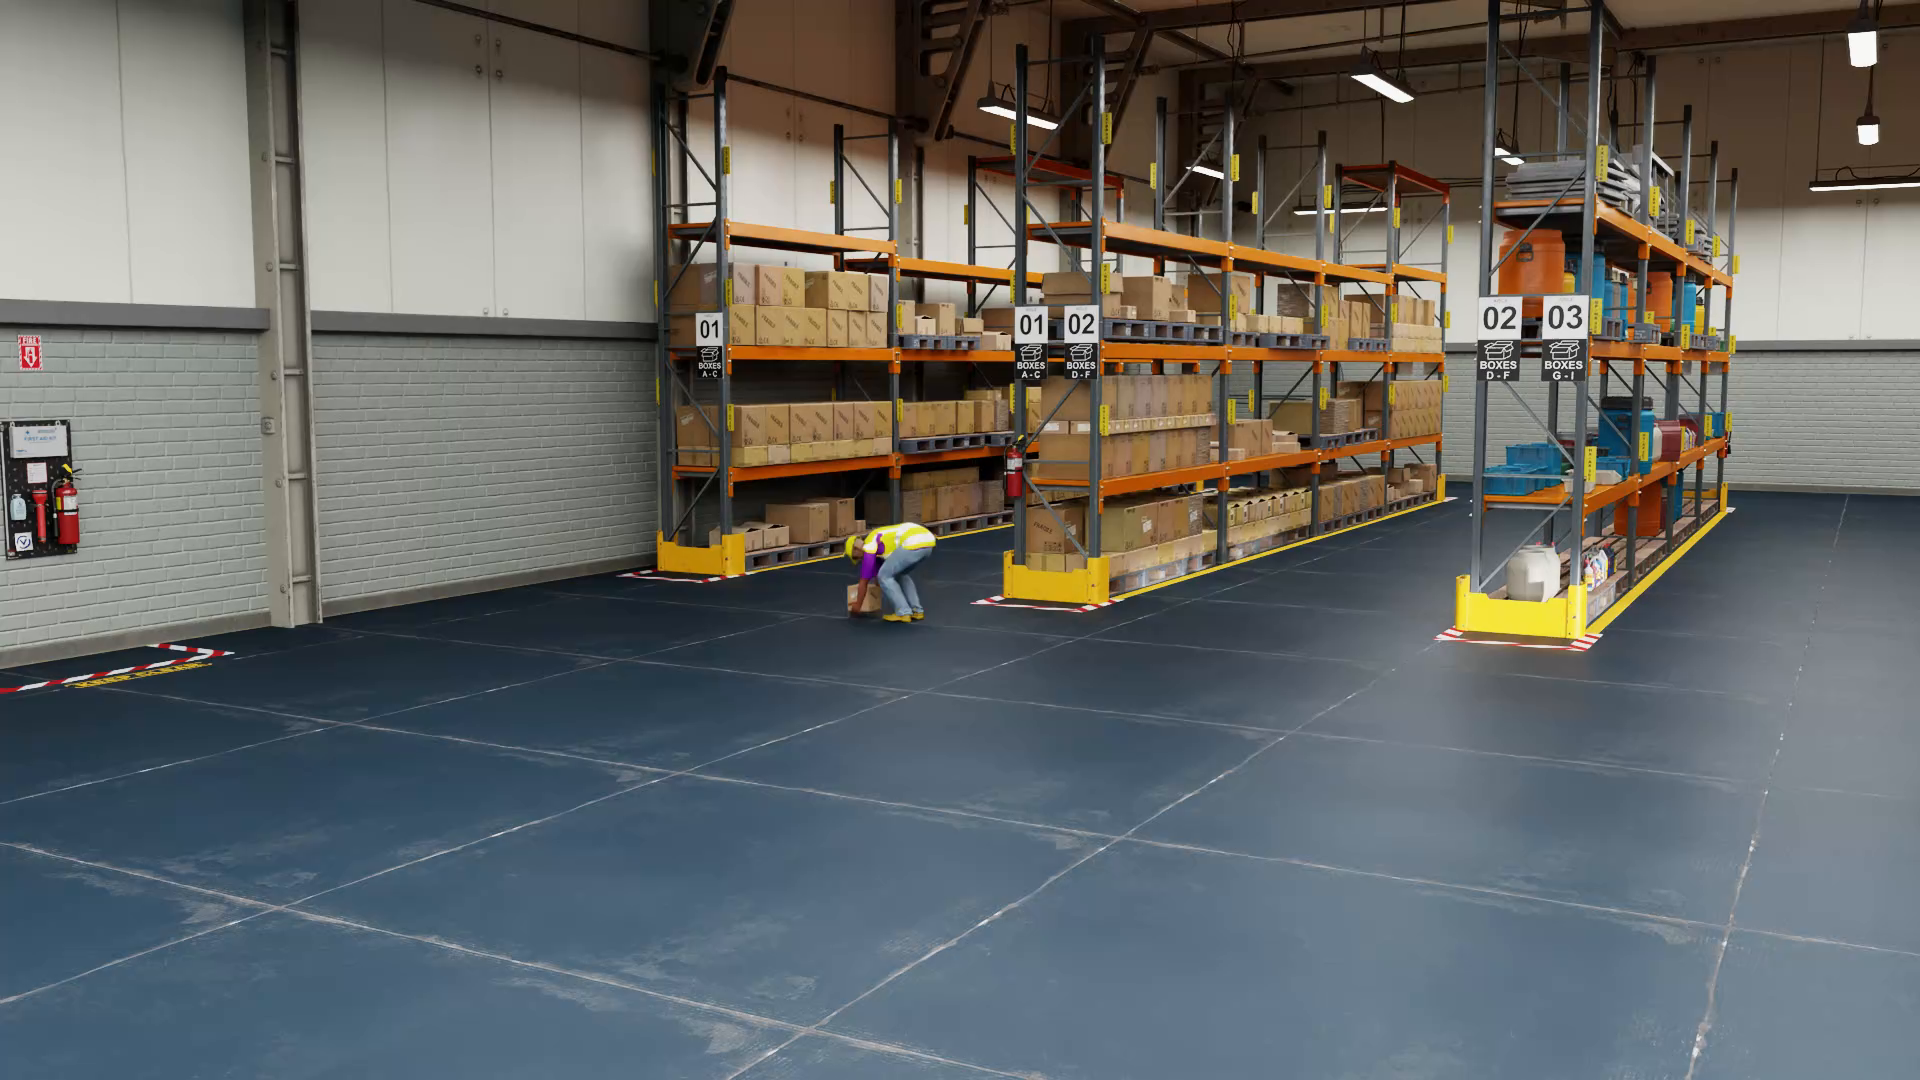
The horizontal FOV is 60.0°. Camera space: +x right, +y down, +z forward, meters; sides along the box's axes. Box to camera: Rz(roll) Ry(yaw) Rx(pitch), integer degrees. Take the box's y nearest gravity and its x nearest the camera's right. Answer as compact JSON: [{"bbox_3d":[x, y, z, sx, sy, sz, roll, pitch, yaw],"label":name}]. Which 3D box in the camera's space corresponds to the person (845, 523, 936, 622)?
[{"bbox_3d":[-0.729,0.310,16.832,0.974,0.979,0.498,3,7,26],"label":"person"}]
